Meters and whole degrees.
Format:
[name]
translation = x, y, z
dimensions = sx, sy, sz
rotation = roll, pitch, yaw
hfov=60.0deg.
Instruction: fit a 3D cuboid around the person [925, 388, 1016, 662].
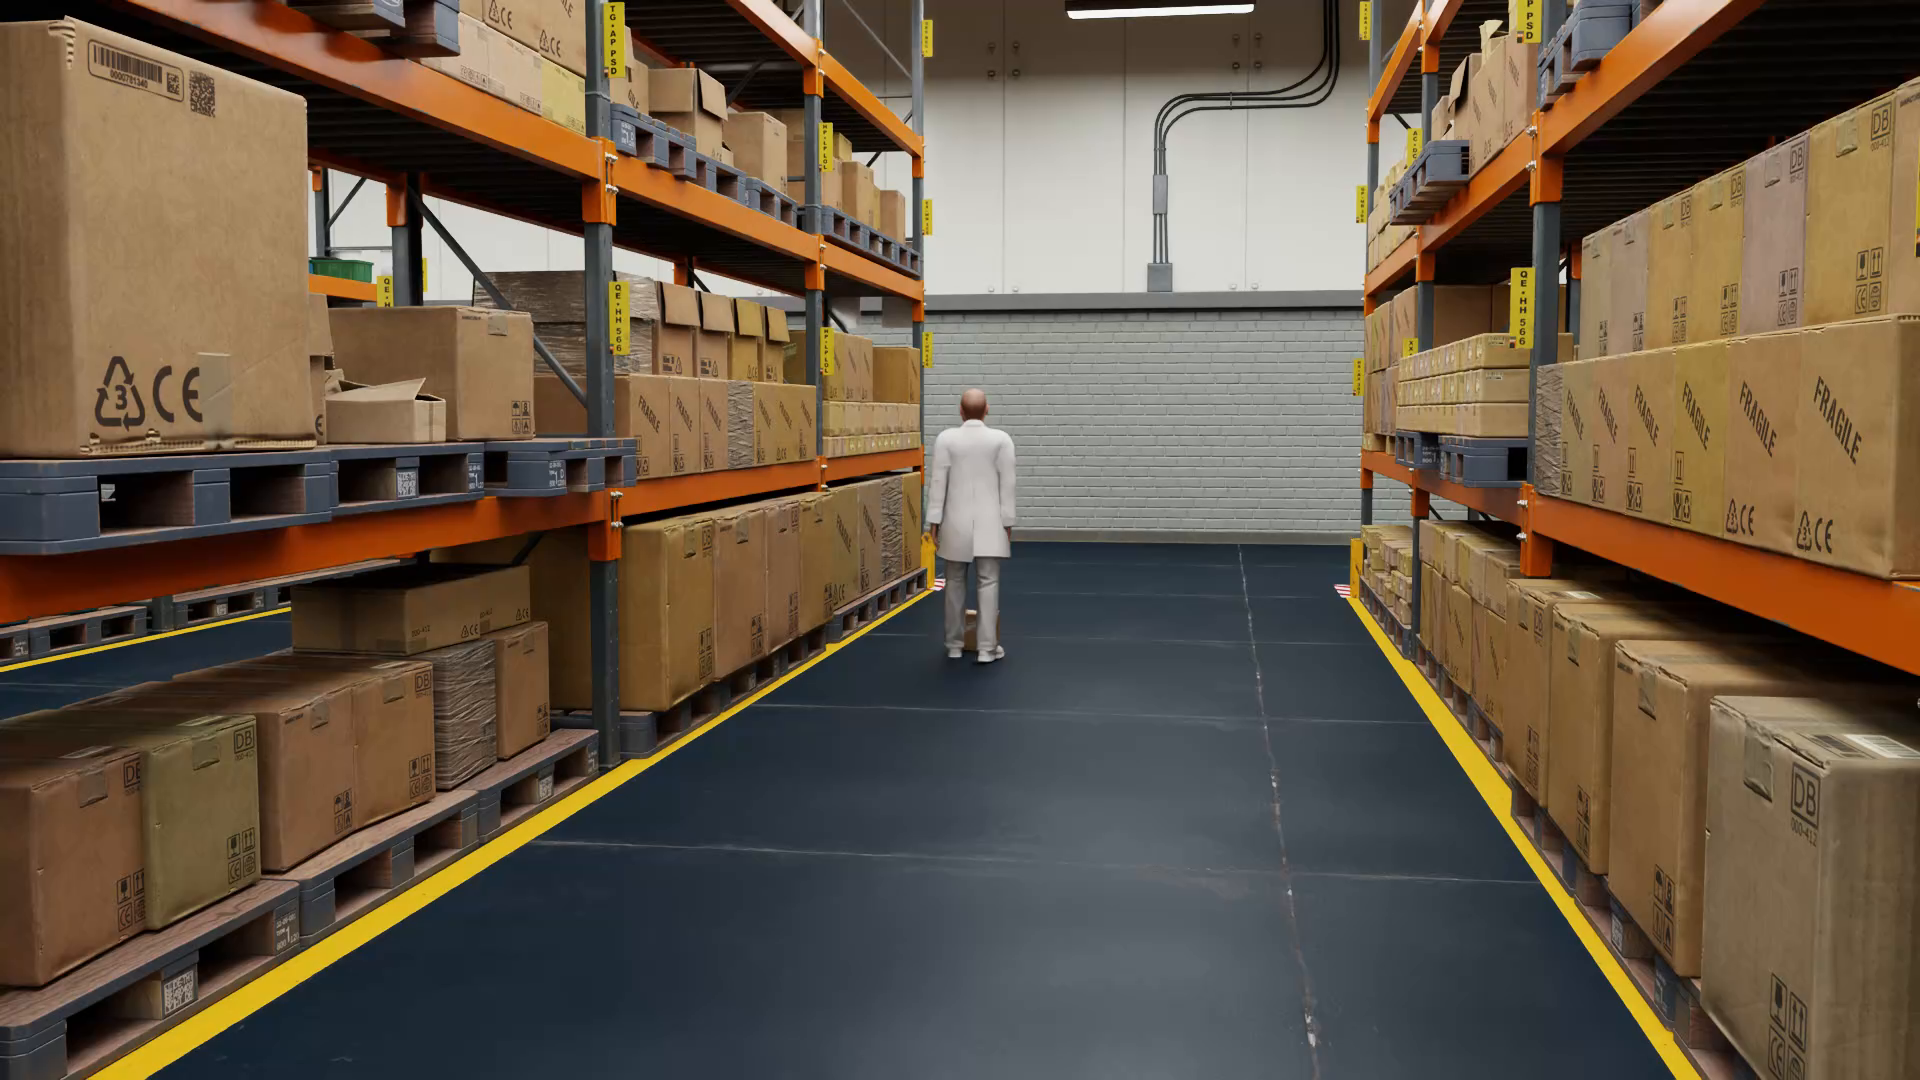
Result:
[person]
translation = 0.077, -0.104, 10.957
dimensions = 0.596, 1.781, 0.576
rotation = 0, 4, 4
